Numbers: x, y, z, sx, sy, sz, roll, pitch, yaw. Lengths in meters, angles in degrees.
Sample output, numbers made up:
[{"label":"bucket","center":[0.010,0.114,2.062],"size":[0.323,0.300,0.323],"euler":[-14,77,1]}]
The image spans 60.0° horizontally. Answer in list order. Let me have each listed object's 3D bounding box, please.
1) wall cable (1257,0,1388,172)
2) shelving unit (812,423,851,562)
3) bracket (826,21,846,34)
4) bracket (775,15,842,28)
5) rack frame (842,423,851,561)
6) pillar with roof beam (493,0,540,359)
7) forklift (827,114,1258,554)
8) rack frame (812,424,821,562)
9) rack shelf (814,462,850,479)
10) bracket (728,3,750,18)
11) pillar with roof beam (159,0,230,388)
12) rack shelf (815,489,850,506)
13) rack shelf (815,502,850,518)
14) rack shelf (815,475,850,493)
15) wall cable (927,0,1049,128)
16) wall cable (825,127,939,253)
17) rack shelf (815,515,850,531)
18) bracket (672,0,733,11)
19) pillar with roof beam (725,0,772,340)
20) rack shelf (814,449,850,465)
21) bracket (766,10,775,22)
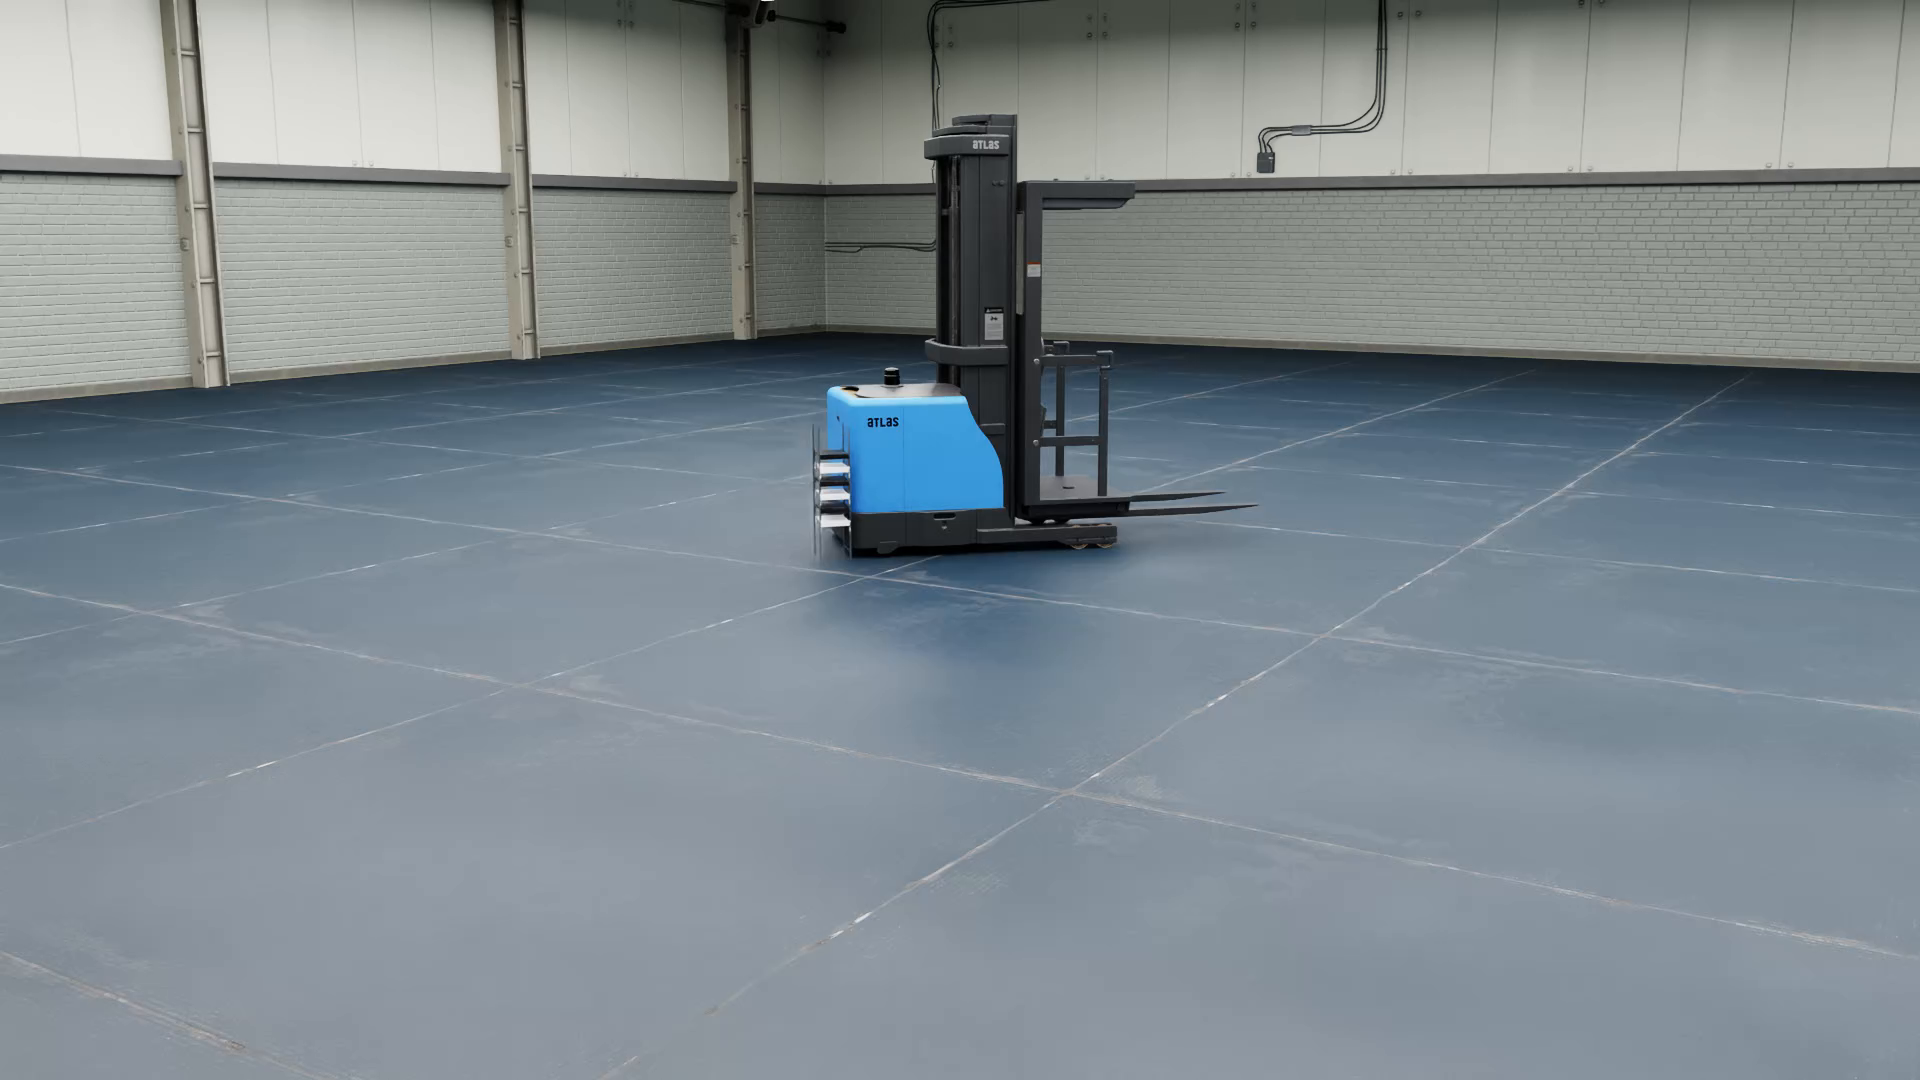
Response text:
[{"label":"wall cable","center":[6.435,-9.579,29.336],"size":[2.305,6.003,0.169],"euler":[6,12,31]},{"label":"shelving unit","center":[-0.859,-0.321,11.140],"size":[0.210,0.900,0.258],"euler":[-3,11,-14]},{"label":"bracket","center":[-2.581,-10.653,34.534],"size":[0.235,0.232,0.430],"euler":[6,12,31]},{"label":"bracket","center":[-2.888,-10.560,34.038],"size":[0.076,0.066,3.189],"euler":[6,12,31]},{"label":"rack frame","center":[-0.760,-0.326,11.165],"size":[0.006,0.900,0.240],"euler":[-3,11,-14]},{"label":"pillar with roof beam","center":[-3.766,-7.124,25.470],"size":[9.100,9.000,0.400],"euler":[6,12,31]},{"label":"forklift","center":[0.611,-1.469,11.749],"size":[3.031,2.935,1.130],"euler":[-3,11,-14]},{"label":"rack frame","center":[-0.957,-0.317,11.115],"size":[0.006,0.900,0.240],"euler":[-3,11,-14]},{"label":"rack shelf","center":[-0.859,-0.466,11.113],"size":[0.200,0.077,0.258],"euler":[-3,11,-14]},{"label":"bracket","center":[-4.242,-10.149,31.846],"size":[0.235,0.232,0.430],"euler":[6,12,31]},{"label":"pillar with roof beam","center":[-6.881,-6.181,20.429],"size":[9.100,9.000,0.400],"euler":[6,12,31]},{"label":"rack shelf","center":[-0.859,-0.289,11.146],"size":[0.200,0.077,0.258],"euler":[-3,11,-14]},{"label":"rack shelf","center":[-0.859,-0.200,11.163],"size":[0.200,0.077,0.258],"euler":[-3,11,-14]},{"label":"rack shelf","center":[-0.859,-0.377,11.130],"size":[0.200,0.077,0.258],"euler":[-3,11,-14]},{"label":"wall cable","center":[0.641,-9.514,32.948],"size":[3.097,2.526,0.112],"euler":[6,12,31]},{"label":"wall cable","center":[-1.671,-7.290,34.793],"size":[3.097,2.526,0.112],"euler":[6,12,31]},{"label":"rack shelf","center":[-0.859,-0.112,11.179],"size":[0.200,0.077,0.258],"euler":[-3,11,-14]},{"label":"bracket","center":[-5.580,-9.744,29.682],"size":[0.076,0.066,4.783],"euler":[6,12,31]},{"label":"pillar with roof beam","center":[-0.651,-8.068,30.510],"size":[9.100,9.000,0.548],"euler":[6,12,31]},{"label":"rack shelf","center":[-0.859,-0.554,11.097],"size":[0.200,0.077,0.258],"euler":[-3,11,-14]},{"label":"bracket","center":[-3.811,-10.280,32.544],"size":[0.235,0.232,0.430],"euler":[6,12,31]}]
